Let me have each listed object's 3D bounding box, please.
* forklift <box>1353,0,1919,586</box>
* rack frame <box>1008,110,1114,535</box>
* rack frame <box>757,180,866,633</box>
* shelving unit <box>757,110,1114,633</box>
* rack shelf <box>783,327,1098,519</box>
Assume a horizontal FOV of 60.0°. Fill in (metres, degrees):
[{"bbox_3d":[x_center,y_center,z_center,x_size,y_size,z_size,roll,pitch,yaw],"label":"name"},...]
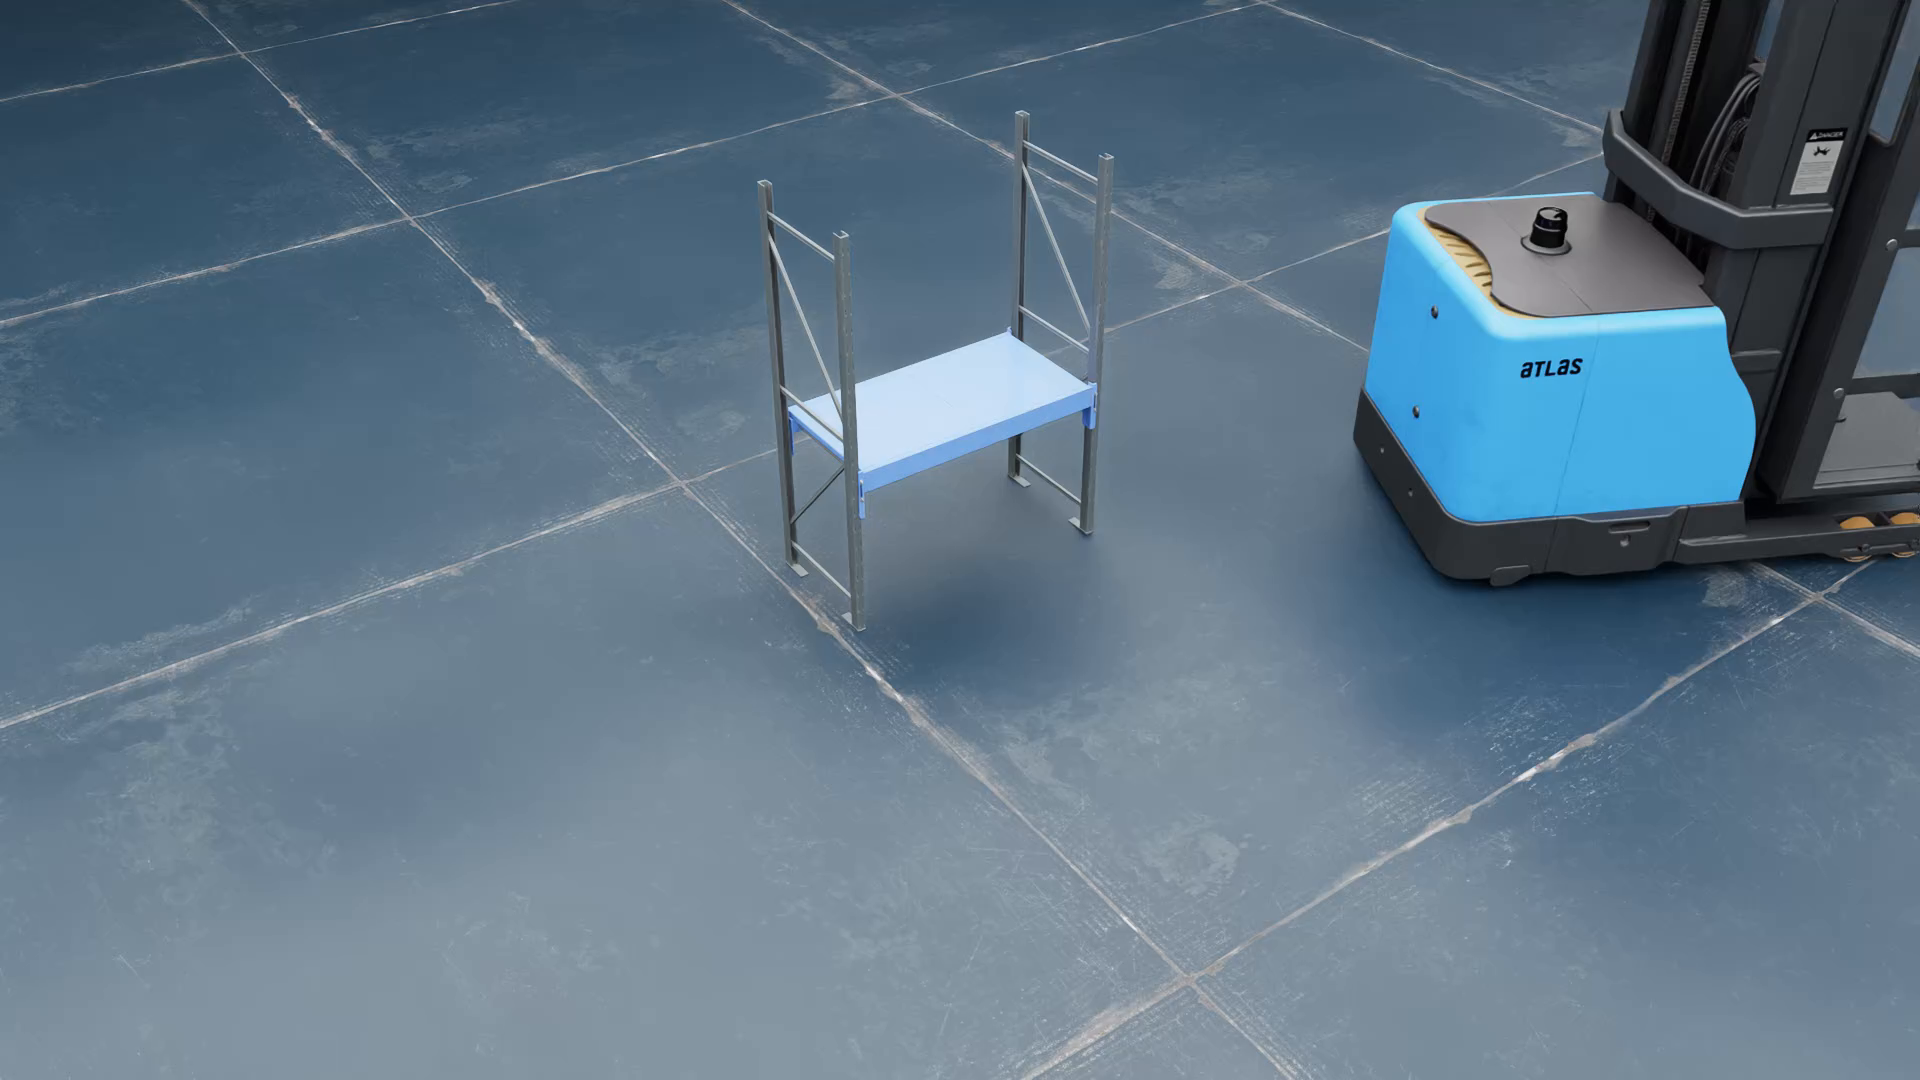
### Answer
[{"bbox_3d":[3.141,-1.410,5.701,3.031,2.935,1.130,-5,36,-7],"label":"forklift"},{"bbox_3d":[0.346,-0.751,6.010,0.032,1.500,0.500,-22,41,-28],"label":"rack frame"},{"bbox_3d":[-0.485,-0.409,5.534,0.032,1.500,0.500,-22,41,-28],"label":"rack frame"},{"bbox_3d":[-0.070,-0.580,5.772,1.048,1.500,0.538,-22,41,-28],"label":"shelving unit"},{"bbox_3d":[-0.070,-0.434,5.877,1.000,0.185,0.538,-22,41,-28],"label":"rack shelf"}]
